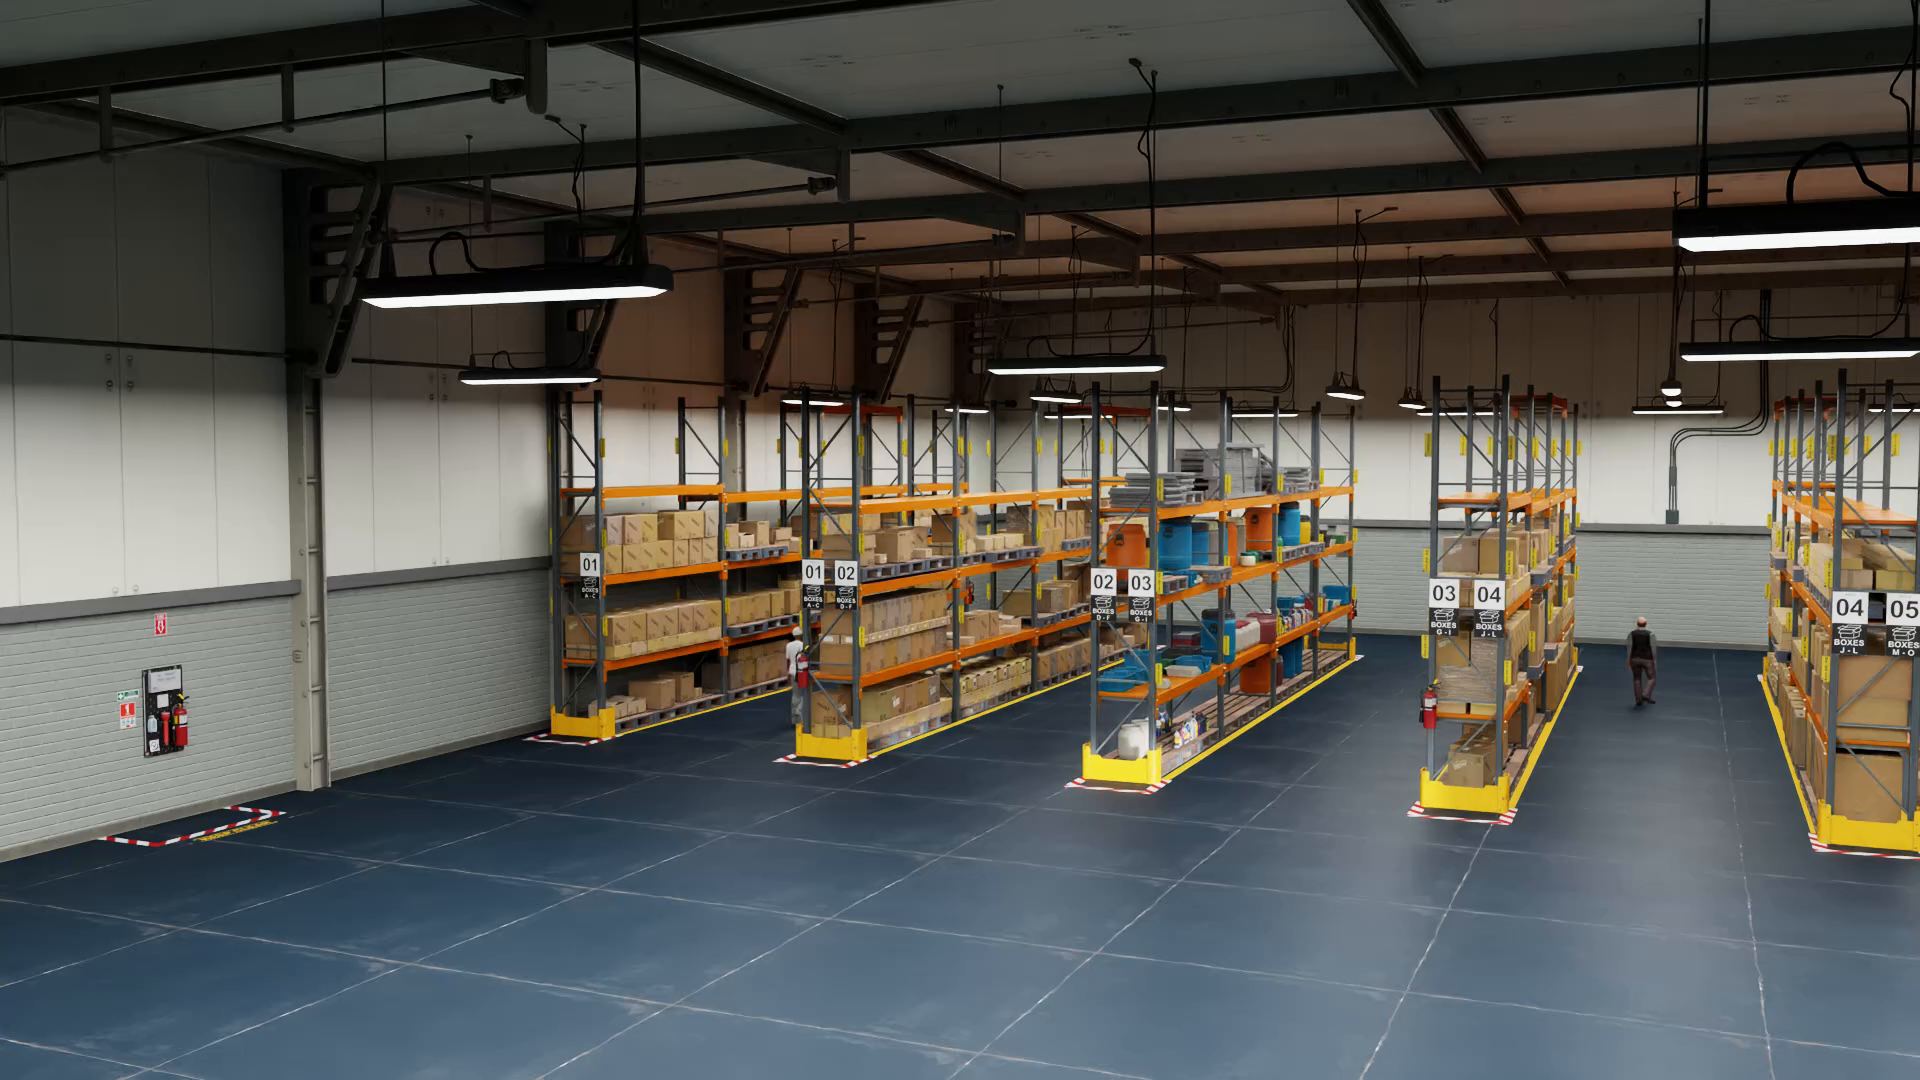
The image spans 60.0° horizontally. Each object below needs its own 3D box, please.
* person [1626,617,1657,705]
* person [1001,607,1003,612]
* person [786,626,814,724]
[{"bbox_3d":[13.268,2.362,32.363,0.569,1.720,0.519,2,4,30],"label":"person"},{"bbox_3d":[1.266,2.046,39.047,0.581,1.607,0.731,2,4,35],"label":"person"},{"bbox_3d":[-2.944,2.447,30.202,0.600,1.757,0.489,2,4,33],"label":"person"}]
